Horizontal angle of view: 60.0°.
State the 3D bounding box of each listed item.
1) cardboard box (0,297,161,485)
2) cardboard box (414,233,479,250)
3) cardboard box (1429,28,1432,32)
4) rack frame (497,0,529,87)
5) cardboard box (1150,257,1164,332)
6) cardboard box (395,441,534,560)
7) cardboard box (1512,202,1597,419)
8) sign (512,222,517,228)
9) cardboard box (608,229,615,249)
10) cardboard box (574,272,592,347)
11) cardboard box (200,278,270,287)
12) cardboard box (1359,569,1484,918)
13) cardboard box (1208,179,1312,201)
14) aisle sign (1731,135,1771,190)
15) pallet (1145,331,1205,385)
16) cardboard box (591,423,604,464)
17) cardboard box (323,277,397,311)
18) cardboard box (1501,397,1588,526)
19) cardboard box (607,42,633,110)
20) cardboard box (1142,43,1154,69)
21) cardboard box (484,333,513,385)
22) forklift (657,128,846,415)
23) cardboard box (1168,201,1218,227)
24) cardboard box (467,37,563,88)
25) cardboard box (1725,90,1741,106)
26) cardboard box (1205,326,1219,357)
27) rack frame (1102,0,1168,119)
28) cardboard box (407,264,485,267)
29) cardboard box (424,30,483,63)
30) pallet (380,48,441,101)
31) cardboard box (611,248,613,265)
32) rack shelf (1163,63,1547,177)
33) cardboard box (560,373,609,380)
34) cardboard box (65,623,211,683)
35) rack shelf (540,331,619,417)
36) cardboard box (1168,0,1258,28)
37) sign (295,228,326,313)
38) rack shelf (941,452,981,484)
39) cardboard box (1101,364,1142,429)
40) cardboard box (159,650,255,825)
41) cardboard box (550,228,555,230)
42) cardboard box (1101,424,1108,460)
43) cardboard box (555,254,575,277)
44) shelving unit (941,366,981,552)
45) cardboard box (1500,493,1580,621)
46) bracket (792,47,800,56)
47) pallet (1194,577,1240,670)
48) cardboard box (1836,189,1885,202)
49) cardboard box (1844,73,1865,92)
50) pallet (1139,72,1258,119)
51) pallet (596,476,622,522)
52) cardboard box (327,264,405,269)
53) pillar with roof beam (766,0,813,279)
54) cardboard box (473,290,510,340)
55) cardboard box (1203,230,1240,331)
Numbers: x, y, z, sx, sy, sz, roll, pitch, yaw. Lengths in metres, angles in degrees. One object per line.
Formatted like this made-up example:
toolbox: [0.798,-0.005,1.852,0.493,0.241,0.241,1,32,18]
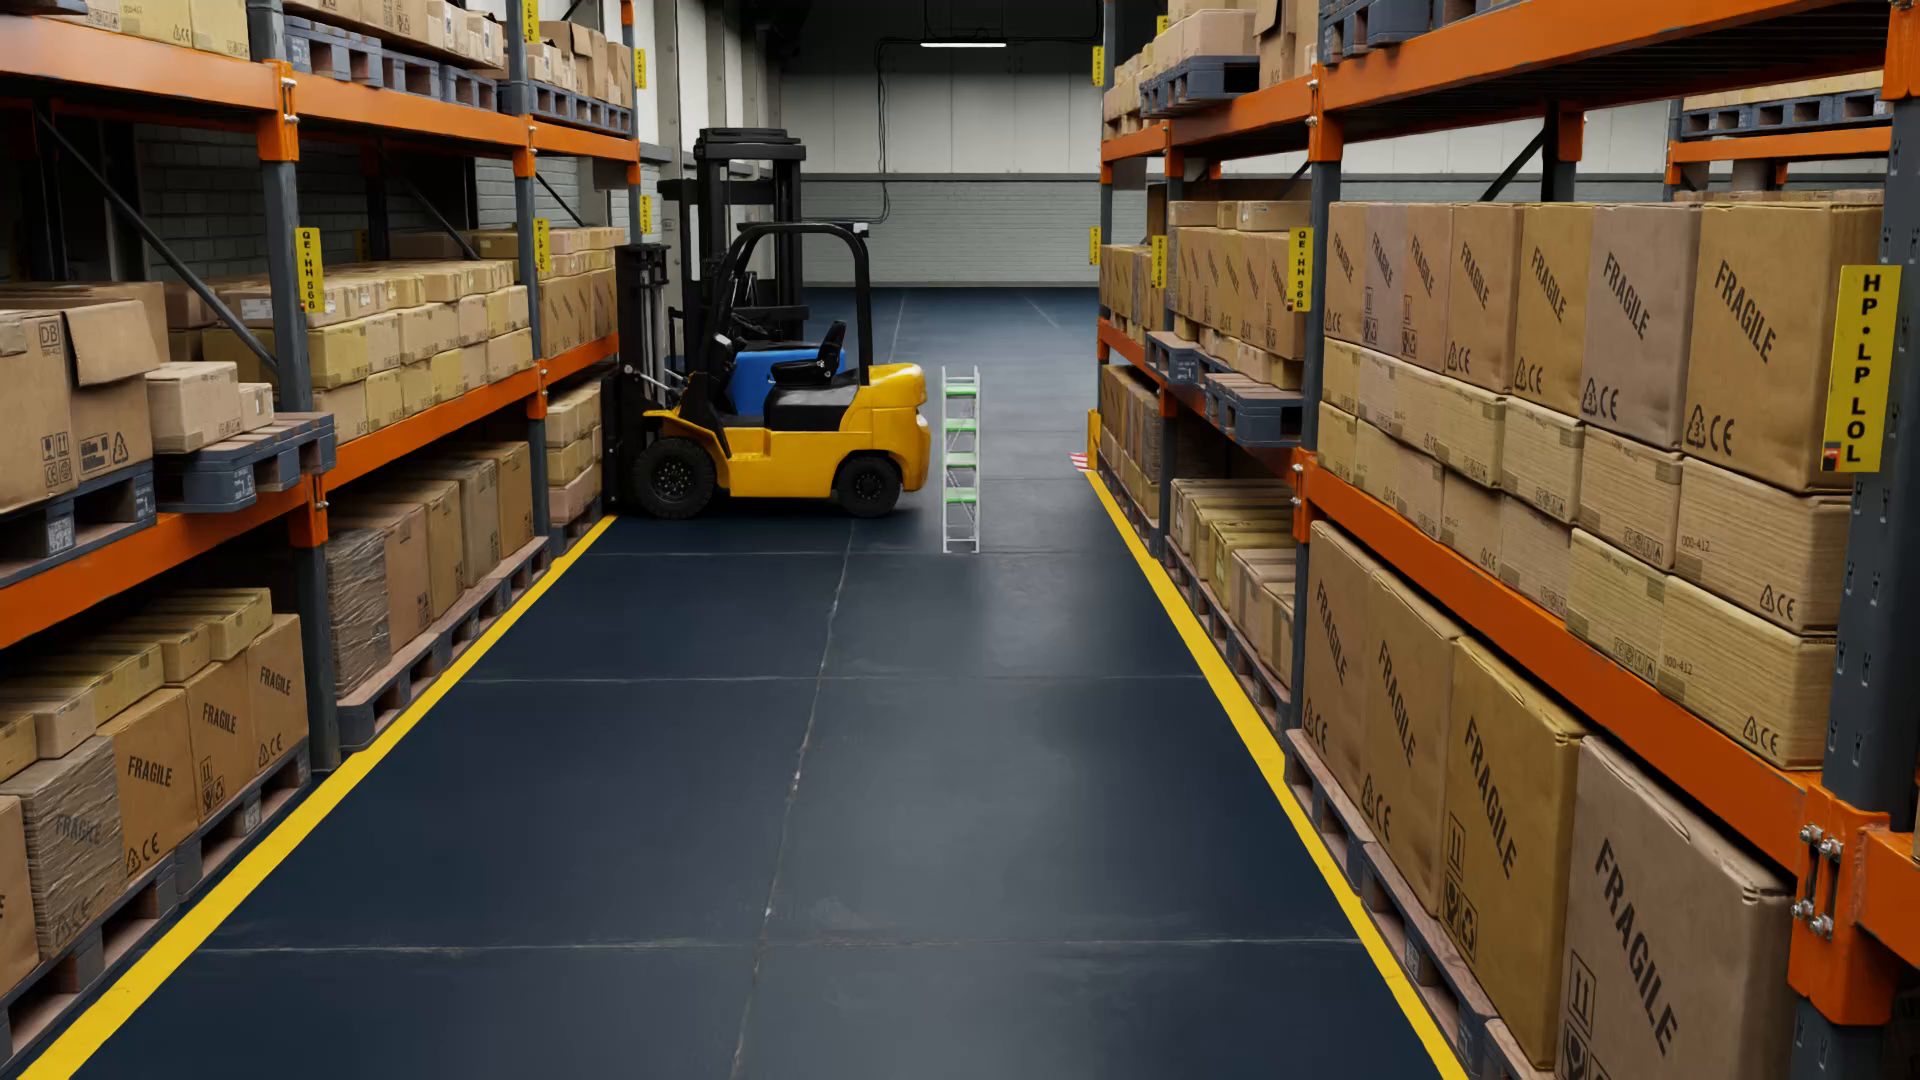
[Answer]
cardboard box: [-2.859,-0.451,4.920,0.797,0.503,0.637,-1,11,-2]
cardboard box: [-3.452,-1.991,11.195,0.380,0.149,0.250,0,11,-2]
cardboard box: [2.043,-2.057,6.949,0.396,0.266,0.258,0,11,-1]
rack frame: [-3.161,-4.253,9.890,1.000,3.000,0.127,0,11,-1]
cardboard box: [1.544,-1.616,10.982,0.500,0.500,0.500,-1,11,-3]
cardboard box: [-3.139,-0.251,10.170,0.875,0.625,0.625,0,11,1]
cardboard box: [1.698,-0.574,4.080,0.500,0.500,0.500,0,11,1]
sign: [-3.798,-2.570,14.307,0.100,0.325,0.005,0,11,-1]
cardboard box: [-2.909,-2.349,12.960,0.380,0.149,0.250,0,11,0]
cardboard box: [-2.948,-1.655,11.923,0.500,0.500,0.500,0,11,-2]
cardboard box: [-3.351,-1.153,7.814,0.380,0.149,0.250,0,11,-1]
cardboard box: [1.830,0.611,5.289,0.875,0.875,0.875,0,11,0]
cardboard box: [2.010,-2.107,10.888,0.700,0.500,0.500,0,11,-2]
aisle sign: [6.965,-3.459,14.527,0.394,0.787,0.004,0,11,-1]
pallet: [1.672,-1.088,9.858,1.003,0.211,1.213,0,11,-1]
cardboard box: [-2.873,-0.714,12.135,0.500,0.250,0.500,0,11,-2]
cardboard box: [-2.881,-1.155,7.826,0.380,0.149,0.250,0,11,-1]
cardboard box: [1.681,-0.204,4.142,0.500,0.250,0.500,0,11,0]
cardboard box: [-2.990,-3.795,13.618,0.500,0.500,0.500,0,11,1]
cardboard box: [1.443,-3.288,11.306,0.380,0.149,0.250,0,11,1]
cardboard box: [-2.873,-1.041,9.521,0.500,0.250,0.500,0,11,-1]
forklift: [-2.091,-2.244,15.249,1.130,2.935,3.031,-6,13,-27]
cardboard box: [1.458,-1.958,9.977,0.380,0.149,0.250,0,11,-1]
cardboard box: [-2.934,-3.161,10.966,0.500,0.311,0.500,0,11,0]
cardboard box: [6.369,-3.551,13.299,0.380,0.149,0.250,0,11,-1]
cardboard box: [1.497,-1.046,8.749,0.380,0.149,0.250,0,11,1]
rack frame: [1.719,-5.069,13.914,1.000,3.000,0.127,0,11,-1]
cardboard box: [-2.956,-1.513,9.589,0.380,0.149,0.250,0,11,-1]
cardboard box: [-2.834,-2.697,9.091,0.380,0.149,0.250,0,11,-1]
pallet: [-3.207,-2.252,8.047,1.003,0.211,1.213,0,11,1]
cardboard box: [-2.983,-2.255,13.249,0.380,0.149,0.250,0,11,-2]
rack shelf: [1.843,-2.054,8.405,1.077,0.370,4.000,0,11,-1]
cardboard box: [-2.885,-1.164,13.099,0.500,0.250,0.500,0,11,0]
cardboard box: [-2.816,0.387,5.705,0.380,0.149,0.250,-1,11,-3]
rack shelf: [-3.202,-1.358,12.518,1.077,0.370,4.000,0,11,-1]
cardboard box: [1.434,-2.965,9.147,0.500,0.250,0.500,0,11,-2]
sign: [-2.536,-1.051,6.481,0.100,0.325,0.005,0,11,-1]
rack shelf: [0.003,-0.492,11.290,0.258,0.148,0.480,0,11,-1]
cardboard box: [1.461,-1.189,13.848,0.500,0.500,0.500,-1,11,-3]
cardboard box: [-2.854,0.684,5.874,0.500,0.500,0.500,0,11,-2]
cardboard box: [-3.459,-2.449,13.453,0.380,0.149,0.250,0,11,0]
cardboard box: [1.460,-0.826,13.946,0.500,0.250,0.500,0,11,-2]
cardboard box: [-2.875,-1.897,11.482,0.380,0.149,0.250,0,11,0]
shelving unit: [0.003,-0.555,11.278,0.258,1.200,0.503,0,11,-1]
cardboard box: [1.705,0.040,4.196,0.500,0.250,0.500,-1,11,-3]
bracket: [-4.452,-13.189,44.882,0.235,0.232,0.430,0,11,-1]
pallet: [1.848,0.430,8.907,1.003,0.211,1.213,0,11,-1]
cardboard box: [6.648,-2.160,11.567,0.875,0.550,0.550,0,11,-1]
cardboard box: [6.404,-3.200,11.566,0.380,0.149,0.250,0,11,-1]
pallet: [1.708,-2.589,9.704,1.213,0.211,1.003,0,11,-1]
pallet: [-3.163,-0.348,12.743,1.003,0.211,1.213,0,11,-1]
cardboard box: [-3.410,-1.506,9.555,0.380,0.149,0.250,0,11,-1]
pillar with roof beam: [-0.446,-10.887,42.591,9.100,9.000,0.548,0,11,-1]
cardboard box: [-2.877,-1.286,9.472,0.500,0.250,0.500,-1,11,-3]
cardboard box: [1.554,-1.340,8.566,0.500,0.500,0.500,-1,11,-3]
